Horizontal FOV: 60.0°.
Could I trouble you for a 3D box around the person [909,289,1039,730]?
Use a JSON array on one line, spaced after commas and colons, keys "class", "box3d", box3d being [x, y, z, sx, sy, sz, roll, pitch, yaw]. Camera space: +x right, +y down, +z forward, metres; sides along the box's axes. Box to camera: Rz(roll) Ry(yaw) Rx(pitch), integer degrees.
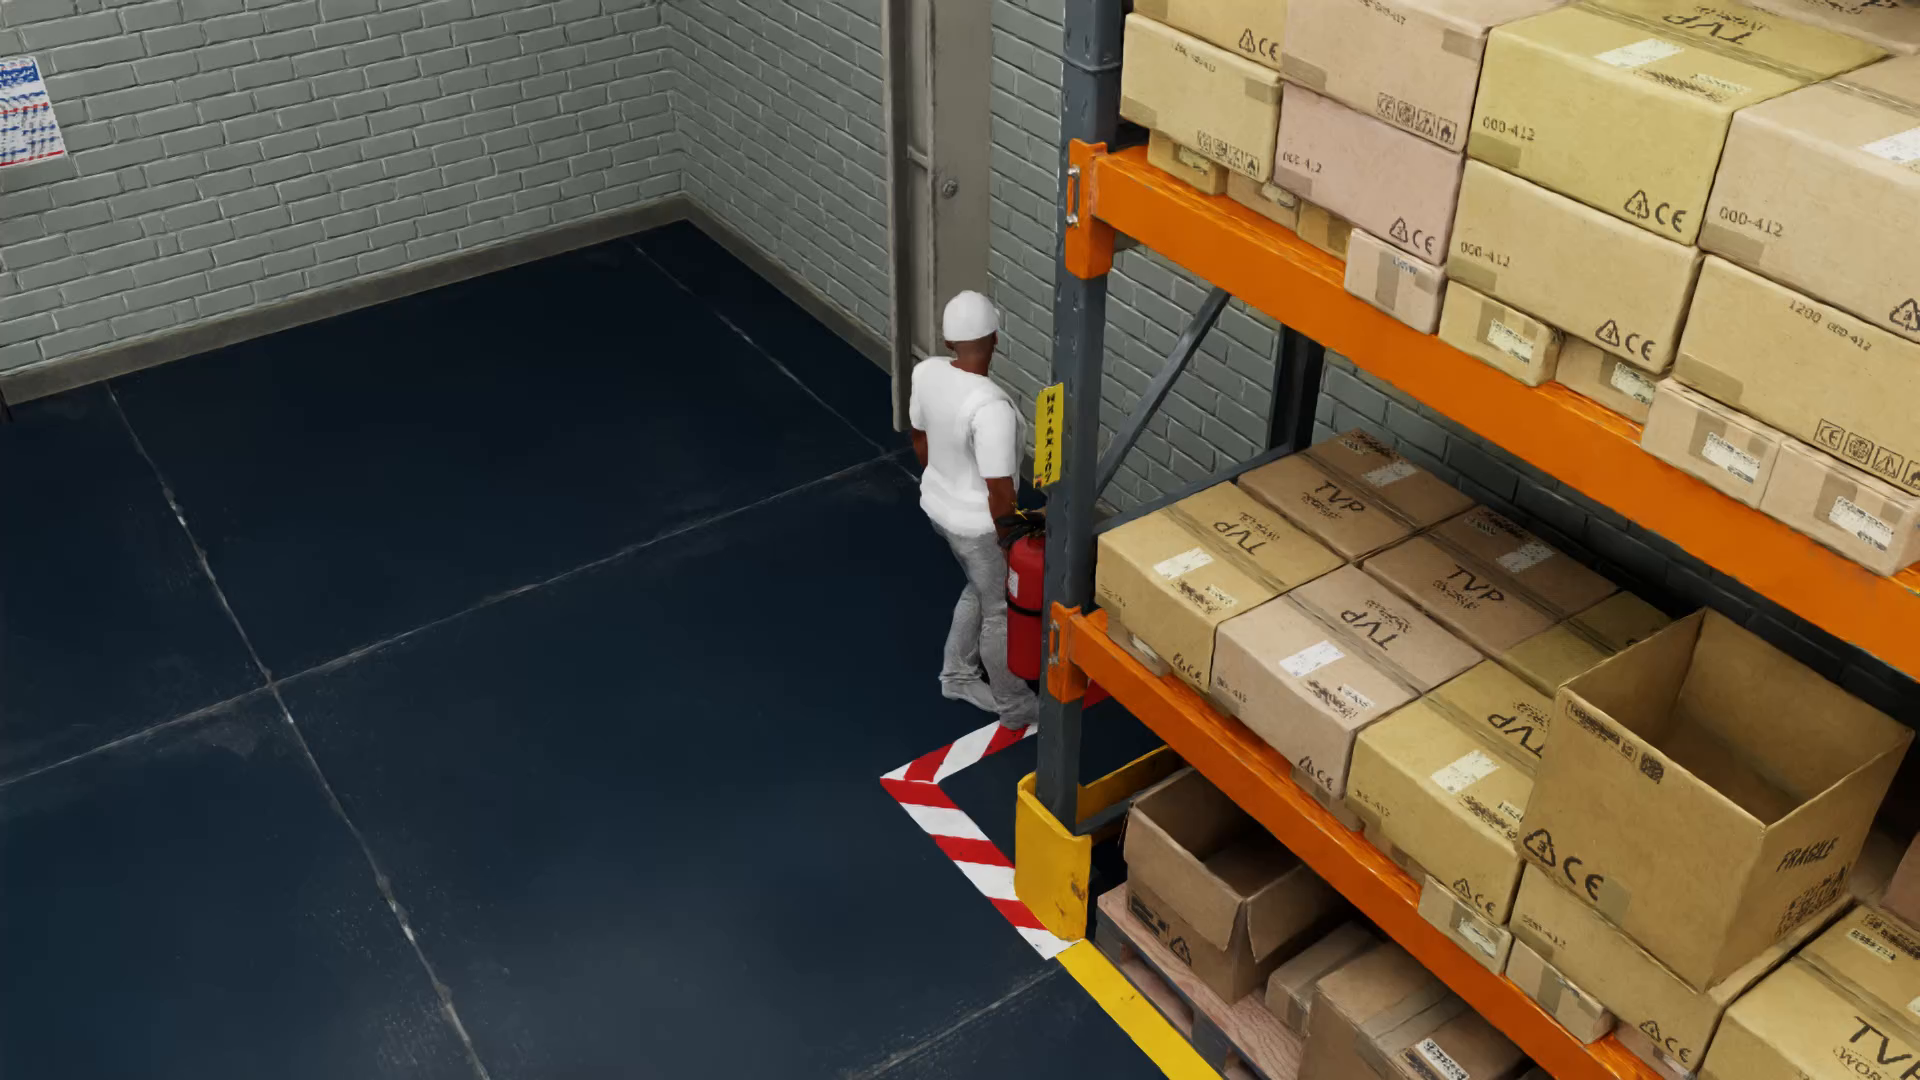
[{"class": "person", "box3d": [0.111, -0.113, 6.281, 0.463, 1.752, 0.675, -18, 40, -22]}]
